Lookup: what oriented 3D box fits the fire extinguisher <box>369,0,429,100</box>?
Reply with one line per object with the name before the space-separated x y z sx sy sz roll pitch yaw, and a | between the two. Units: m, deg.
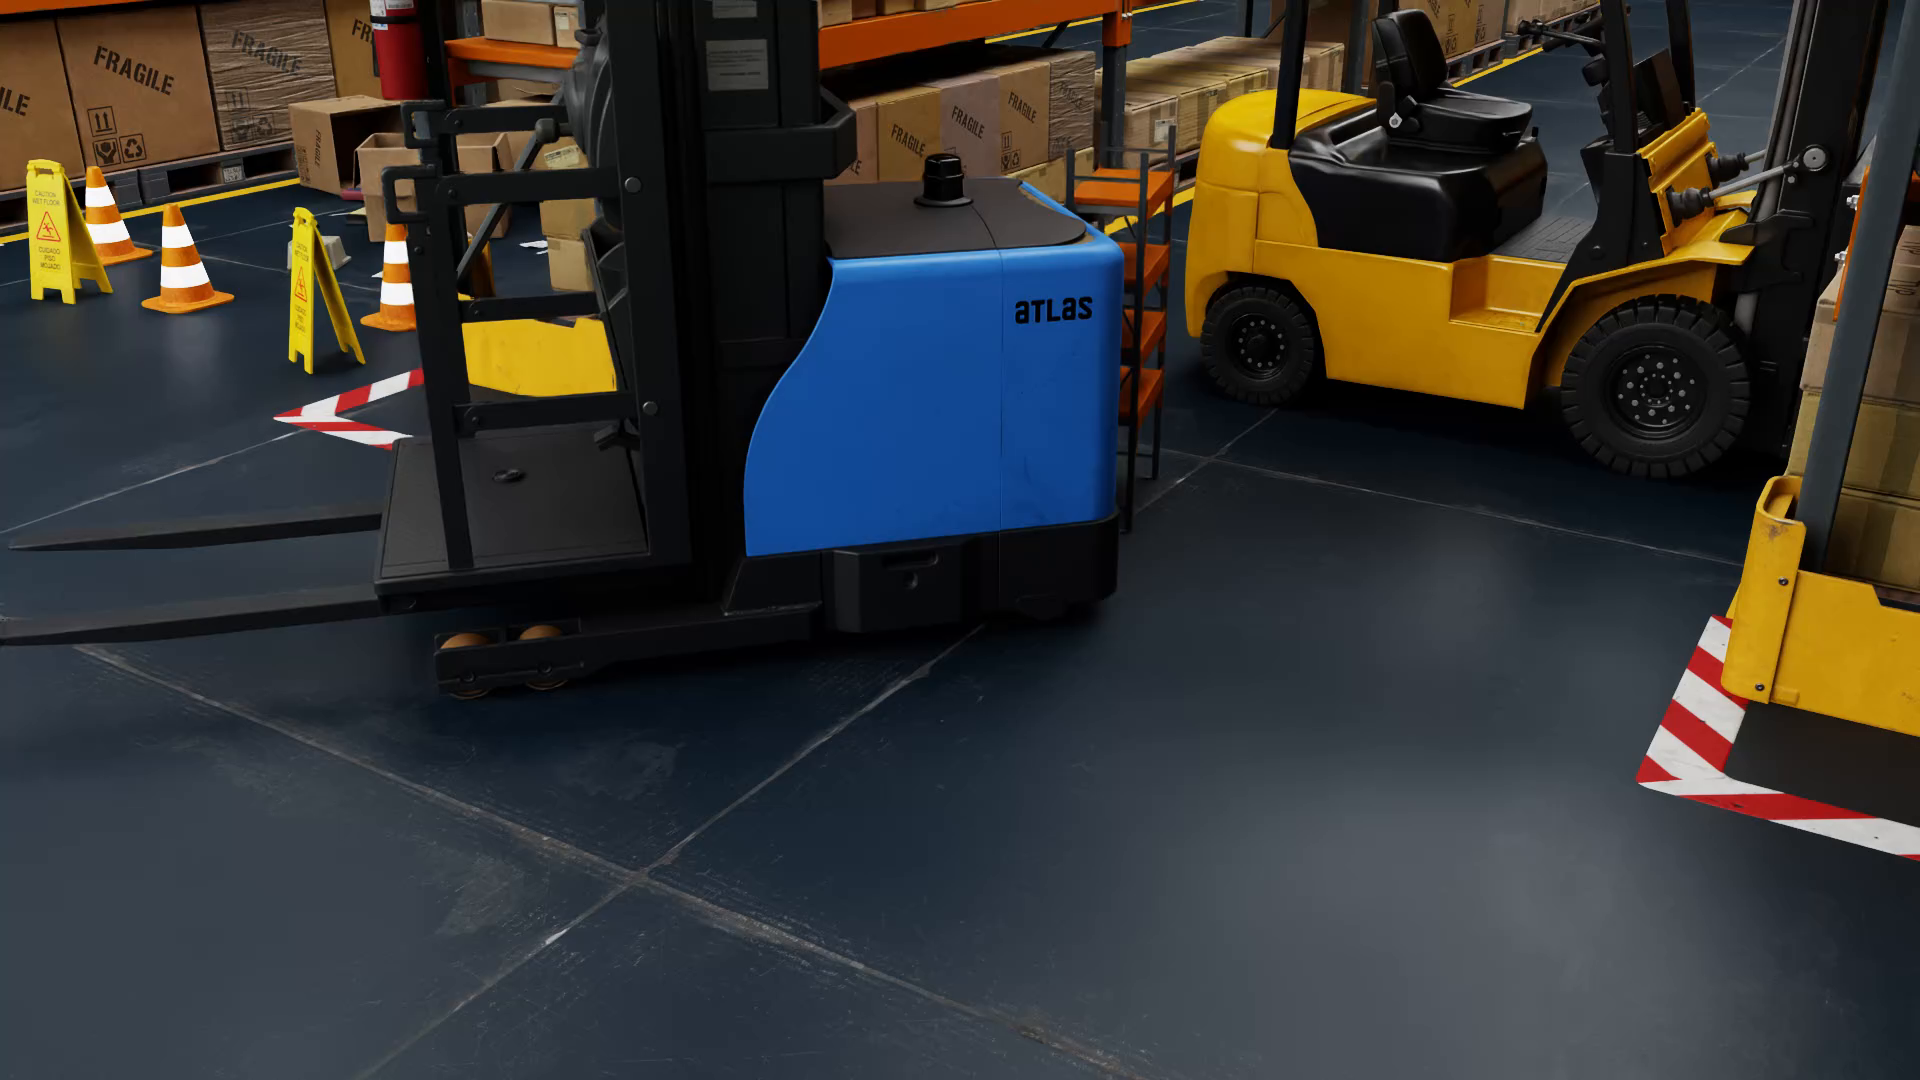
fire extinguisher | -2.097 -1.987 6.161 0.296 0.674 0.183 14 27 29

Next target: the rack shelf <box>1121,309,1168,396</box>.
rack shelf | 0.499 -0.617 5.335 0.258 0.148 0.480 7 24 15

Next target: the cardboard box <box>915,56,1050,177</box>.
cardboard box | 0.114 -2.161 8.455 0.500 0.500 0.500 14 27 30

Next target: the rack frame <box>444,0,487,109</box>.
rack frame | -3.794 -4.317 11.447 1.000 3.000 0.127 14 27 29

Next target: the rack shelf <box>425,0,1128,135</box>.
rack shelf | -0.590 -2.309 7.714 1.077 0.370 4.000 14 27 29

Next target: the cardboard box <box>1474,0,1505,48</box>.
cardboard box | 4.426 -5.006 15.184 0.875 0.875 0.875 15 27 31

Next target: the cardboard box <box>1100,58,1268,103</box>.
cardboard box | 1.481 -2.957 11.084 0.950 0.372 0.625 15 28 31

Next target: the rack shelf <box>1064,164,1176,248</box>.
rack shelf | 0.499 -1.040 5.152 0.258 0.148 0.480 7 24 15

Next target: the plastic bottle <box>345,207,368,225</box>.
plastic bottle | -3.355 -1.848 9.442 0.133 0.061 0.283 5 24 11

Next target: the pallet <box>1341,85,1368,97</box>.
pallet | 3.055 -3.635 13.381 1.003 0.211 1.213 14 27 29

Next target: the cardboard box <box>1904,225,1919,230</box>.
cardboard box | 3.074 -0.882 5.185 0.500 0.250 0.500 14 27 30

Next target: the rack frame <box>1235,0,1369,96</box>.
rack frame | 2.575 -4.664 12.249 1.000 3.000 0.127 14 27 29

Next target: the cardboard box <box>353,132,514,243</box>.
cardboard box | -2.870 -1.942 9.102 0.797 0.503 0.637 -3 24 -7

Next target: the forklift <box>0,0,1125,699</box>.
forklift | -1.127 -1.166 4.254 3.031 2.935 1.130 -6 24 -13

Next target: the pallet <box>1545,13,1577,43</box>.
pallet | 5.795 -5.388 17.431 1.003 0.211 1.213 14 27 29

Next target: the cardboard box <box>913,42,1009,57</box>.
cardboard box | -0.076 -2.447 9.115 0.500 0.500 0.500 15 28 31

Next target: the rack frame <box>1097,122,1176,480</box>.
rack frame | 0.567 -0.772 5.523 0.240 1.200 0.015 7 24 15

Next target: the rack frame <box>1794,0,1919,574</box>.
rack frame | 2.574 -0.925 3.612 1.000 3.000 0.127 14 27 29

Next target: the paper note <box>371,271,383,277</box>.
paper note | -2.838 -1.338 8.302 0.148 0.019 0.142 5 24 11

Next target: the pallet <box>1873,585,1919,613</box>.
pallet | 2.941 0.087 4.782 1.003 0.211 1.213 14 27 29

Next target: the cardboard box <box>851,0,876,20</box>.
cardboard box | -0.591 -2.353 7.226 0.380 0.149 0.250 15 28 31

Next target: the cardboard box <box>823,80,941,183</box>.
cardboard box | -0.429 -1.807 7.636 0.500 0.500 0.500 14 27 30

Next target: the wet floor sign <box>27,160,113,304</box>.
wet floor sign | -4.237 -1.462 7.816 0.267 0.644 0.232 9 25 20

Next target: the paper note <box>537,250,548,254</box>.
paper note | -2.176 -1.518 8.744 0.032 0.001 0.123 14 27 29

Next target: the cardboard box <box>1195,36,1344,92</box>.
cardboard box | 2.268 -3.462 12.252 0.950 0.372 0.625 12 26 25

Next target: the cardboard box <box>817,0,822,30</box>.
cardboard box | -0.787 -2.157 6.773 0.380 0.149 0.250 14 27 30

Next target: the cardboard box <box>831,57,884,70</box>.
cardboard box | -0.602 -2.449 8.304 0.380 0.149 0.250 16 28 32

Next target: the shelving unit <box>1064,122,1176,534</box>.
shelving unit | 0.499 -0.679 5.308 0.258 1.200 0.503 7 24 15

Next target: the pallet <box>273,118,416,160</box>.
pallet | -4.262 -2.797 11.446 1.003 0.211 1.213 14 27 29

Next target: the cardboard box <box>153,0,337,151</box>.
cardboard box | -4.657 -3.032 10.625 0.875 0.875 0.875 14 27 29

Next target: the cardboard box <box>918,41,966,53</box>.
cardboard box | -0.193 -2.715 8.917 0.380 0.149 0.250 14 27 30

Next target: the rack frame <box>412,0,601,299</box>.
rack frame | -1.645 -1.964 6.011 1.000 3.000 0.127 14 27 29

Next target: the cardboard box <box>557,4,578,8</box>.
cardboard box | -1.160 -2.248 6.168 0.500 0.500 0.500 13 27 28

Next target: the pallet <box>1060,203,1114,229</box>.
pallet | 0.140 -1.800 9.143 1.003 0.211 1.213 14 27 29

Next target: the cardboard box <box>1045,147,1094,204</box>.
cardboard box | 0.381 -1.989 9.002 0.500 0.250 0.500 15 28 31

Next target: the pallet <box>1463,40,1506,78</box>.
pallet | 4.342 -4.458 15.283 1.003 0.211 1.213 14 27 29

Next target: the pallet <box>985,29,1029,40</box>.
pallet | 0.017 -5.475 17.631 1.003 0.211 1.213 14 27 29

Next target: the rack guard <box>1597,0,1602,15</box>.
rack guard | 6.807 -6.225 19.001 1.175 0.500 0.348 14 27 29

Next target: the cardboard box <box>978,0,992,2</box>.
cardboard box | 0.021 -2.683 7.988 0.380 0.149 0.250 13 27 28

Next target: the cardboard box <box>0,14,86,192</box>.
cardboard box | -5.602 -2.428 9.228 0.875 0.875 0.875 14 27 29

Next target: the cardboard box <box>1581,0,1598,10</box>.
cardboard box | 6.531 -6.138 18.348 0.875 0.438 0.875 13 27 27

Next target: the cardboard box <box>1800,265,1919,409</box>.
cardboard box | 2.552 -0.536 4.386 0.500 0.250 0.500 15 28 31

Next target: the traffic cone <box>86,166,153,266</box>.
traffic cone | -4.417 -1.685 8.560 0.336 0.463 0.334 14 27 29

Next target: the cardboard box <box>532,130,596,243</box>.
cardboard box | -1.444 -1.564 7.076 0.500 0.500 0.500 14 27 29

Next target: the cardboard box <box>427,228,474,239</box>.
cardboard box | -2.670 -1.521 8.577 0.250 0.149 0.380 -12 26 -26

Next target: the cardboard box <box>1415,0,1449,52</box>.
cardboard box | 3.484 -4.398 13.779 0.875 0.875 0.875 14 27 30

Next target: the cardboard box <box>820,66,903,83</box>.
cardboard box | -0.623 -2.089 8.288 0.500 0.500 0.500 15 28 32

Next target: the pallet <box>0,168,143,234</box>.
pallet | -5.549 -1.974 9.544 1.003 0.211 1.213 14 27 29

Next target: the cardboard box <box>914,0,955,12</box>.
cardboard box | -0.244 -2.508 7.585 0.380 0.149 0.250 14 27 29

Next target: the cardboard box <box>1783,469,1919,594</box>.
cardboard box | 2.553 -0.081 4.594 0.500 0.250 0.500 14 27 29

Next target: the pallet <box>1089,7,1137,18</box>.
pallet | 1.393 -6.385 19.734 1.003 0.211 1.213 14 27 29

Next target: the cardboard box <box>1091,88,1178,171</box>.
cardboard box | 0.739 -2.479 9.979 0.950 0.372 0.625 14 27 30

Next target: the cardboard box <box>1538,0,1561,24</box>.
cardboard box | 5.579 -5.523 16.929 0.875 0.438 0.875 13 27 27

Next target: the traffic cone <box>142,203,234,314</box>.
traffic cone | -3.637 -1.333 7.747 0.336 0.463 0.334 14 27 29
